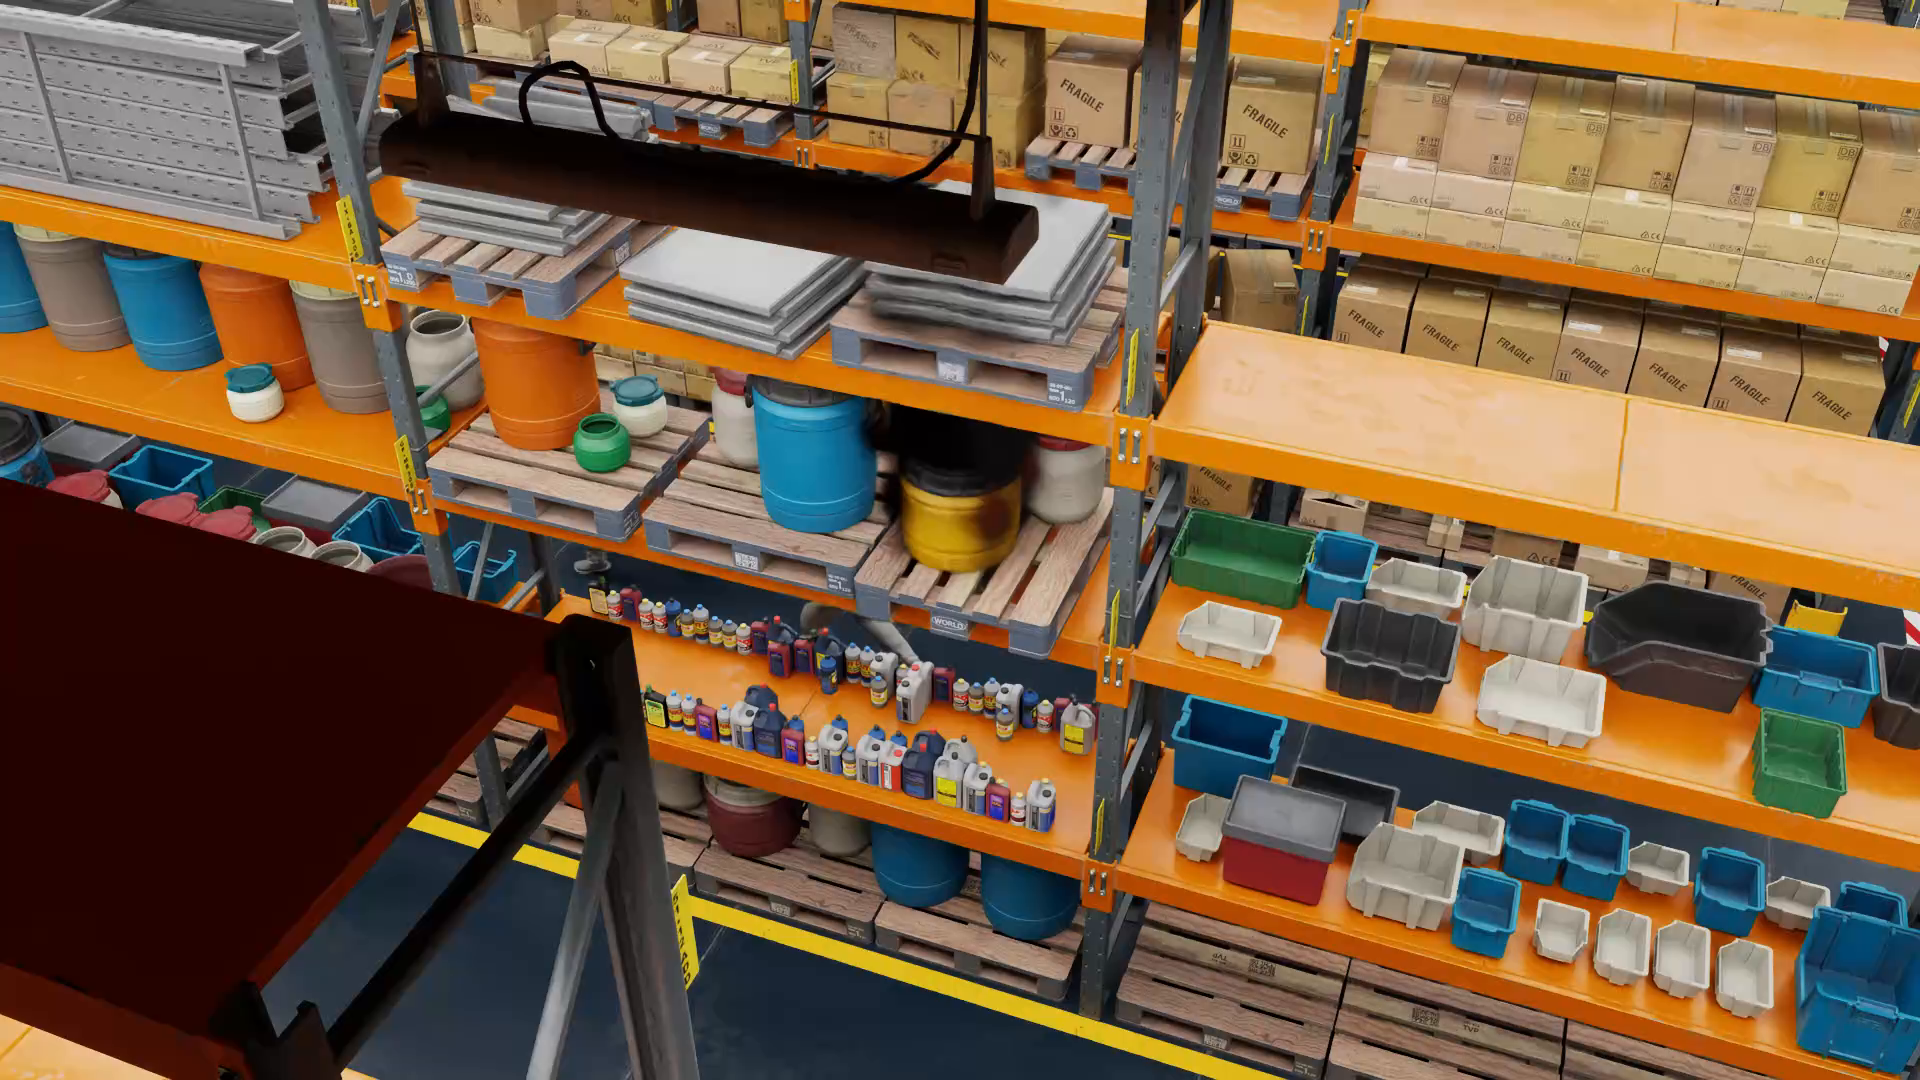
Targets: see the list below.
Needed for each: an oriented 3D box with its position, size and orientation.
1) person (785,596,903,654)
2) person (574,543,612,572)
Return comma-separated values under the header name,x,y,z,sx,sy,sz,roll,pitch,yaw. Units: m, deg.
name,x,y,z,sx,sy,sz,roll,pitch,yaw
person,-0.924,0.302,11.503,0.971,1.801,0.673,13,39,17
person,-2.804,-0.449,12.641,0.554,1.611,0.609,3,37,4
